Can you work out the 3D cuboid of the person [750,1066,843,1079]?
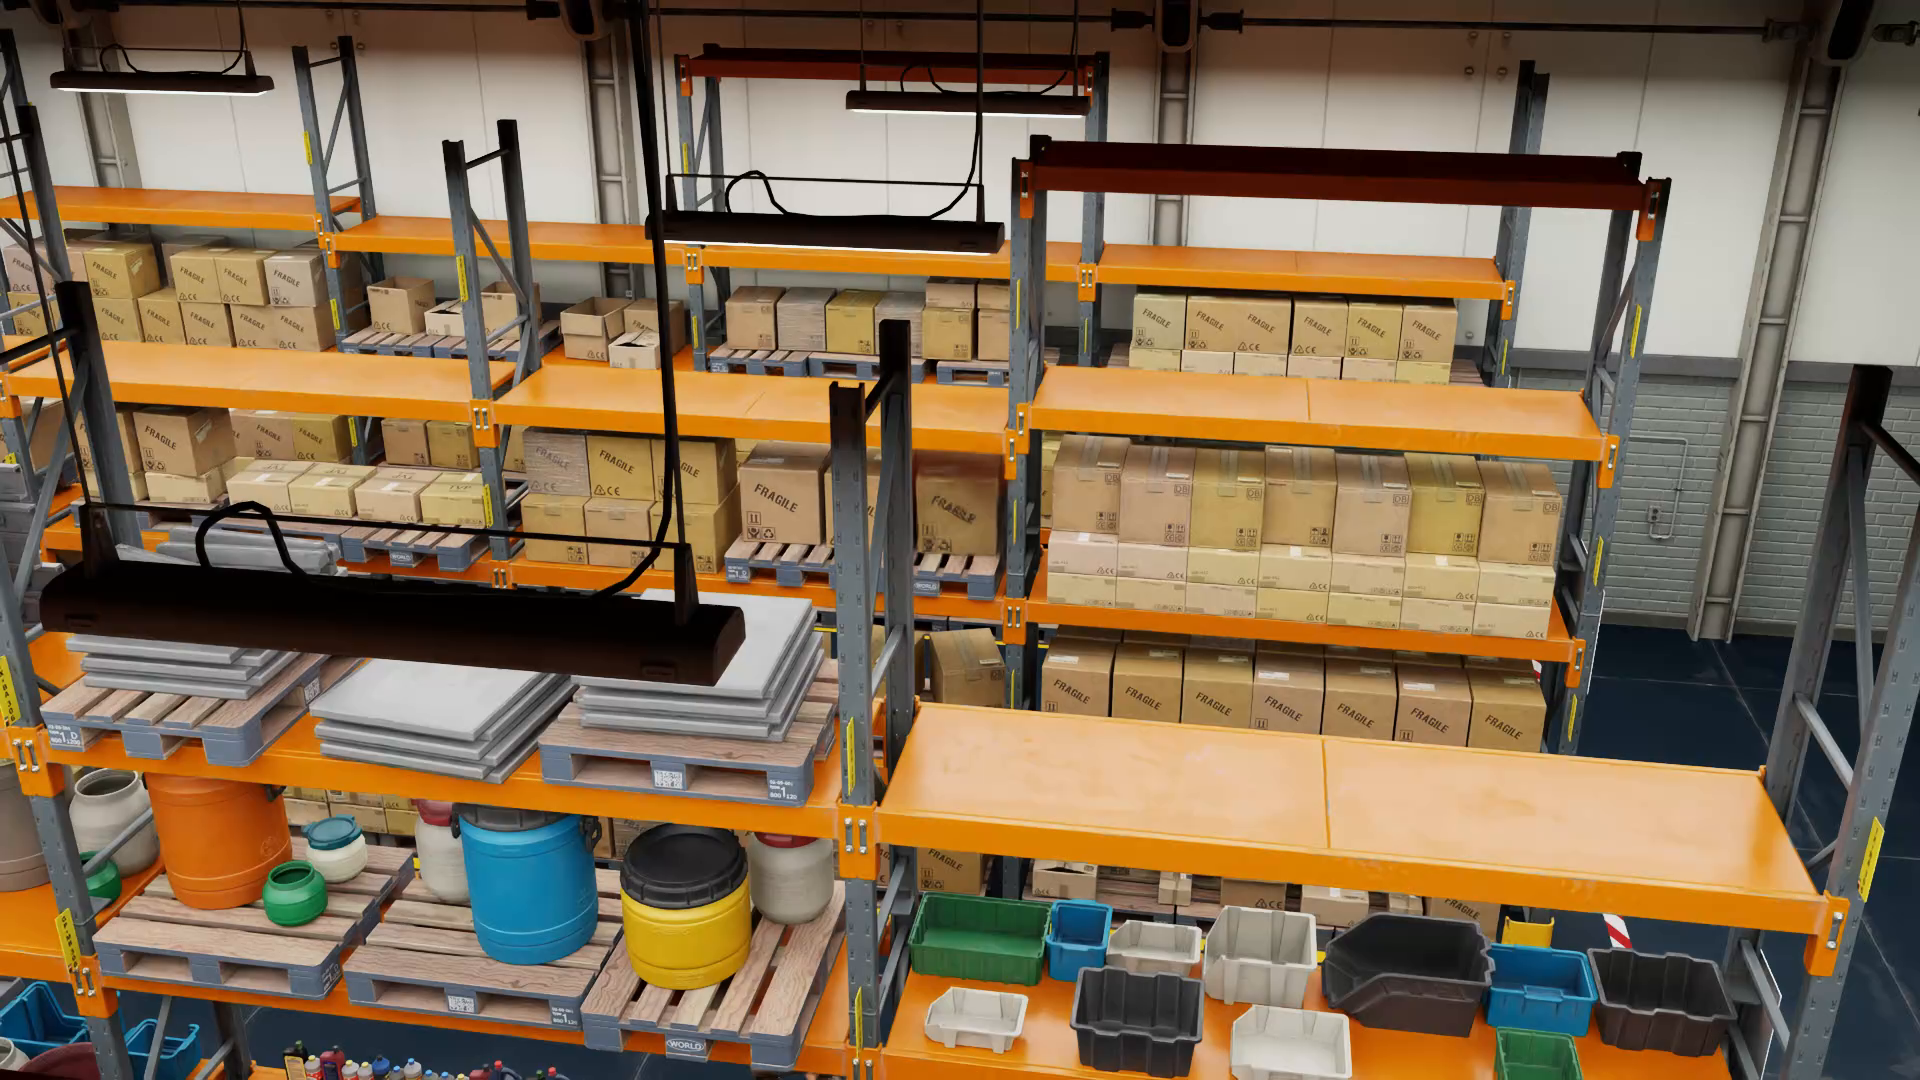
[{"bbox_3d":[-0.928,3.080,10.462,0.844,1.573,0.561,13,26,28],"label":"person"}]
